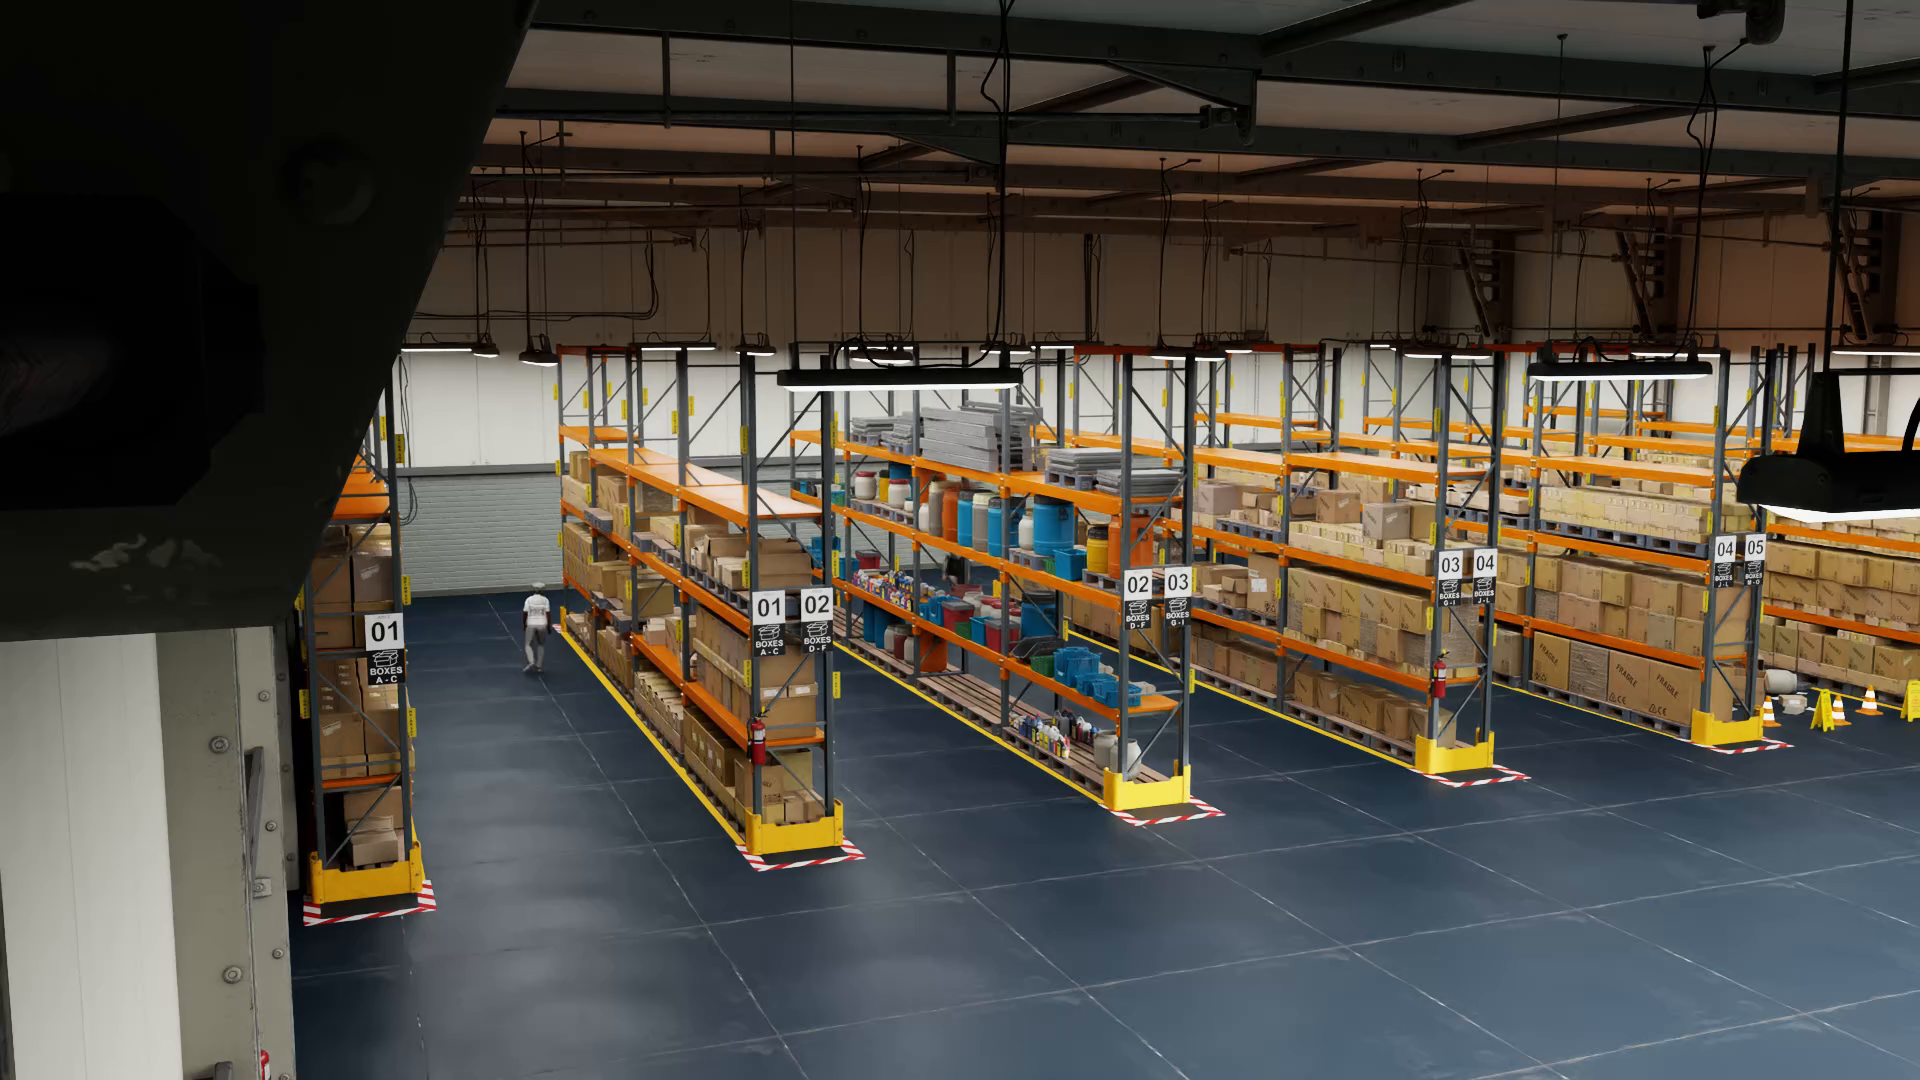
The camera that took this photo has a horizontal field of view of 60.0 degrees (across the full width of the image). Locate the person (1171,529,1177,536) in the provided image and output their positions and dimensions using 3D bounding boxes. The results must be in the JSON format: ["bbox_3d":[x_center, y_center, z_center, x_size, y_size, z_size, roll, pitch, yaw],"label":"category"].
[{"bbox_3d":[4.864,0.569,38.377,0.562,1.809,0.493,-2,7,-14],"label":"person"}]

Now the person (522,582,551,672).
[{"bbox_3d":[-7.807,1.633,30.642,0.549,1.646,0.670,-2,8,-18],"label":"person"}]

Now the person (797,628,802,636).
[{"bbox_3d":[-3.299,1.162,34.239,0.502,1.632,0.919,0,7,0],"label":"person"}]

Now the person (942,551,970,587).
[{"bbox_3d":[-0.034,0.790,36.987,0.550,1.651,1.082,-4,8,-26],"label":"person"}]
